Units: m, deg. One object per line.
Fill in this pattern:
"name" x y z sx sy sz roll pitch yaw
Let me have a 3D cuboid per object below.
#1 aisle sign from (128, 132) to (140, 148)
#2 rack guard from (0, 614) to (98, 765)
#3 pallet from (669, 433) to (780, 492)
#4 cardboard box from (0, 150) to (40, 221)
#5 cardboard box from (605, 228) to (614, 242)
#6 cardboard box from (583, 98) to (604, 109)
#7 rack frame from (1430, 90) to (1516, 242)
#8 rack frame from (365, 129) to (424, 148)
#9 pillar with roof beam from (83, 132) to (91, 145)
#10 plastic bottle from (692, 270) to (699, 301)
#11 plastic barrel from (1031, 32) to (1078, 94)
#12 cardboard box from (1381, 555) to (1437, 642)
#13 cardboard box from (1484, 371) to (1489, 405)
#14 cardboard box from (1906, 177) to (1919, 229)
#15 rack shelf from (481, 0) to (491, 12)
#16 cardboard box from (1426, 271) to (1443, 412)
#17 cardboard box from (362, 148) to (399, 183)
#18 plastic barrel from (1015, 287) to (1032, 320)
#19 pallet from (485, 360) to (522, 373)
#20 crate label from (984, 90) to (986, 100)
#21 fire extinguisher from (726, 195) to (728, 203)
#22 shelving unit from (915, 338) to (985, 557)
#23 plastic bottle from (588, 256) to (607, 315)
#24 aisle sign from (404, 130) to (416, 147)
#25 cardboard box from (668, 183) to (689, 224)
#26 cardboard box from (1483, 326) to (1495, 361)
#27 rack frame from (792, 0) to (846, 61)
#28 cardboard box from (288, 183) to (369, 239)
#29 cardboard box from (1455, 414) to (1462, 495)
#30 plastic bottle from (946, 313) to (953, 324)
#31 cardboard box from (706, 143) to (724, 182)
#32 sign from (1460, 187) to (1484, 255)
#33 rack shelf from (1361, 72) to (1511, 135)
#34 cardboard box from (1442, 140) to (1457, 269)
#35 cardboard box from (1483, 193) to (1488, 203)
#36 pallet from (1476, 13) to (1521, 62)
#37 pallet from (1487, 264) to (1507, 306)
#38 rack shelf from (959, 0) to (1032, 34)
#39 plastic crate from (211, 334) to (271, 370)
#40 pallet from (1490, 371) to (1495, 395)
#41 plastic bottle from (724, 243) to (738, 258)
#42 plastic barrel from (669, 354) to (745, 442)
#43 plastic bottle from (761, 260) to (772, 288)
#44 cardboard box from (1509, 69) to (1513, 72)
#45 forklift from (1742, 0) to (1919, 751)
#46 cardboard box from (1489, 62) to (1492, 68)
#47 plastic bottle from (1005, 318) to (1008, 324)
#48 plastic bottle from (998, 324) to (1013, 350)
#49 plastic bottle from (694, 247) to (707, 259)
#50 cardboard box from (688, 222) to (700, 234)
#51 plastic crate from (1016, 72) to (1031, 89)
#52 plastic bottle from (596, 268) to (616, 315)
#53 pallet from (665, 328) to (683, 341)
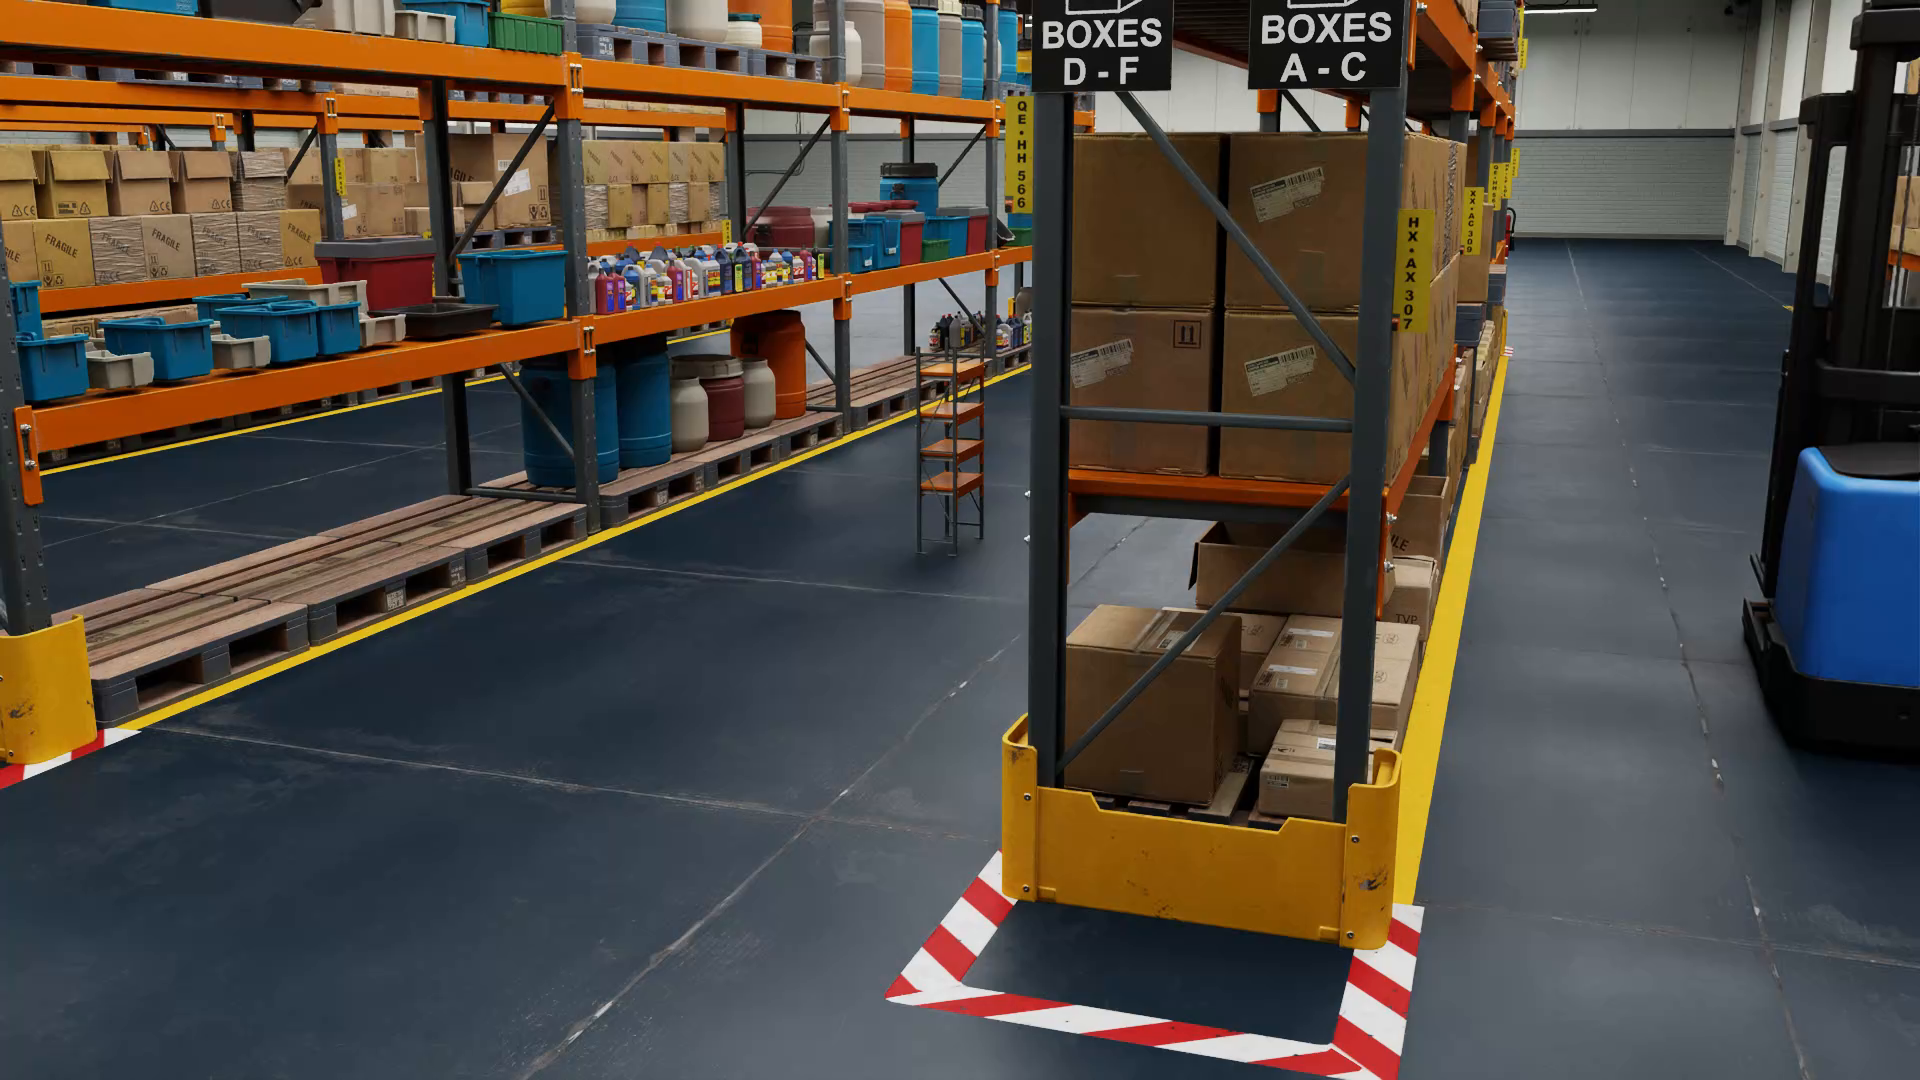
"aisle sign" -12.582 -6.392 25.412 0.394 0.787 0.004 4 14 18
"rack guard" -3.985 0.531 6.539 1.175 0.500 0.348 4 14 18
"pallet" -2.013 -0.594 12.115 1.003 0.211 1.213 4 14 18
"cardboard box" -7.183 -2.566 12.009 0.797 0.503 0.637 4 13 17
"cardboard box" -4.291 -3.585 19.517 0.380 0.149 0.250 4 14 18
"cardboard box" -4.405 -5.043 18.937 0.500 0.250 0.500 4 13 16
"rack frame" 5.873 -3.705 19.481 1.000 3.000 0.127 4 14 18
"rack frame" -8.160 -4.798 24.267 1.000 3.000 0.127 4 14 18
"pillar with roof beam" -12.637 -9.286 30.449 9.100 9.000 0.400 4 14 18
"plastic bottle" -1.822 -1.727 11.259 0.097 0.201 0.097 0 13 0
"plastic barrel" 1.150 -5.828 20.130 0.600 0.830 0.708 4 14 18
"cardboard box" 1.832 0.216 7.354 0.500 0.311 0.500 4 14 18
"cardboard box" 4.223 -1.298 14.169 0.500 0.250 0.500 5 14 20
"cardboard box" 9.780 -3.361 16.580 0.500 0.500 0.500 4 13 17
"rack shelf" -5.440 -5.535 16.531 1.077 0.370 4.000 4 14 18
"cardboard box" 1.580 -0.779 6.437 0.500 0.500 0.500 5 14 19
"cardboard box" -8.407 -5.200 23.264 0.875 0.550 0.550 4 14 18
"plastic barrel" 0.885 -2.805 20.183 0.421 0.512 0.421 0 13 0
"pallet" -5.044 -2.054 18.511 1.003 0.211 1.213 4 14 18
"crate label" 0.269 -5.082 19.107 0.502 0.251 0.408 4 14 18
"fire extinguisher" -3.026 -4.373 22.578 0.296 0.674 0.183 4 14 18
"shelving unit" -0.054 -0.550 9.702 0.258 1.200 0.503 4 14 18
"plastic bottle" -2.262 -1.571 10.242 0.144 0.351 0.185 4 14 18
"aisle sign" -7.853 -6.058 23.949 0.394 0.787 0.004 4 14 18
"cardboard box" -3.954 -4.283 21.120 0.875 0.500 0.500 4 14 18
"cardboard box" 4.557 -1.785 15.042 0.500 0.311 0.500 5 14 20
"rack frame" -1.401 -5.303 12.999 1.000 3.000 0.127 4 14 18
"cardboard box" -5.951 -3.105 15.682 0.500 0.500 0.500 3 13 11
"cardboard box" 2.873 -0.583 10.430 0.500 0.500 0.500 4 13 16
"plastic bottle" -0.109 -2.340 18.465 0.144 0.351 0.185 4 13 16
"cardboard box" -3.443 -4.967 21.869 0.500 0.500 0.500 4 14 18
"sign" 2.506 -1.563 8.151 0.100 0.325 0.005 4 14 18
"rack shelf" 3.932 -3.554 13.692 1.077 0.370 4.000 4 14 18
"cardboard box" 1.745 -1.376 6.802 0.500 0.500 0.500 4 14 19
"cardboard box" 3.188 -2.134 11.427 0.700 0.500 0.500 0 13 -1
"pallet" 2.601 -2.900 9.635 1.213 0.211 1.003 4 14 18
"pallet" 3.132 -1.780 11.475 1.213 0.211 1.003 4 14 18
"rack shelf" 0.540 -6.021 18.659 1.077 0.370 4.000 4 14 18
"plastic crate" -3.196 -0.827 7.329 0.250 0.136 0.298 4 14 18
"pallet" 4.876 -1.668 16.822 1.003 0.211 1.213 4 14 18
"plastic bottle" -1.847 -2.250 13.384 0.152 0.276 0.135 4 14 18
"plastic barrel" -1.909 -1.065 12.390 0.600 0.588 0.708 4 14 18
"plastic bottle" -1.446 -1.971 12.329 0.097 0.201 0.097 0 13 0
"cardboard box" 5.166 -4.756 16.284 0.500 0.311 0.500 4 13 15
"forklift" 4.201 -0.880 7.256 1.130 2.935 3.031 5 14 20
"cardboard box" 3.010 -3.330 10.873 0.910 0.500 0.500 4 14 18
"plastic bottle" 0.597 -2.382 18.815 0.152 0.276 0.135 4 14 18
"plastic bottle" 0.490 -2.213 18.074 0.152 0.276 0.135 5 14 20
"plastic bottle" -2.002 -2.124 12.840 0.097 0.271 0.097 0 13 0
"cardboard box" -3.605 -4.062 21.606 0.380 0.149 0.250 4 14 18
"plastic crate" 0.855 -5.094 18.861 0.392 0.384 0.575 4 14 18
"plastic bottle" -2.173 -1.526 10.194 0.061 0.283 0.133 4 14 18
"pallet" -4.216 -2.619 20.990 1.003 0.211 1.213 4 14 18
